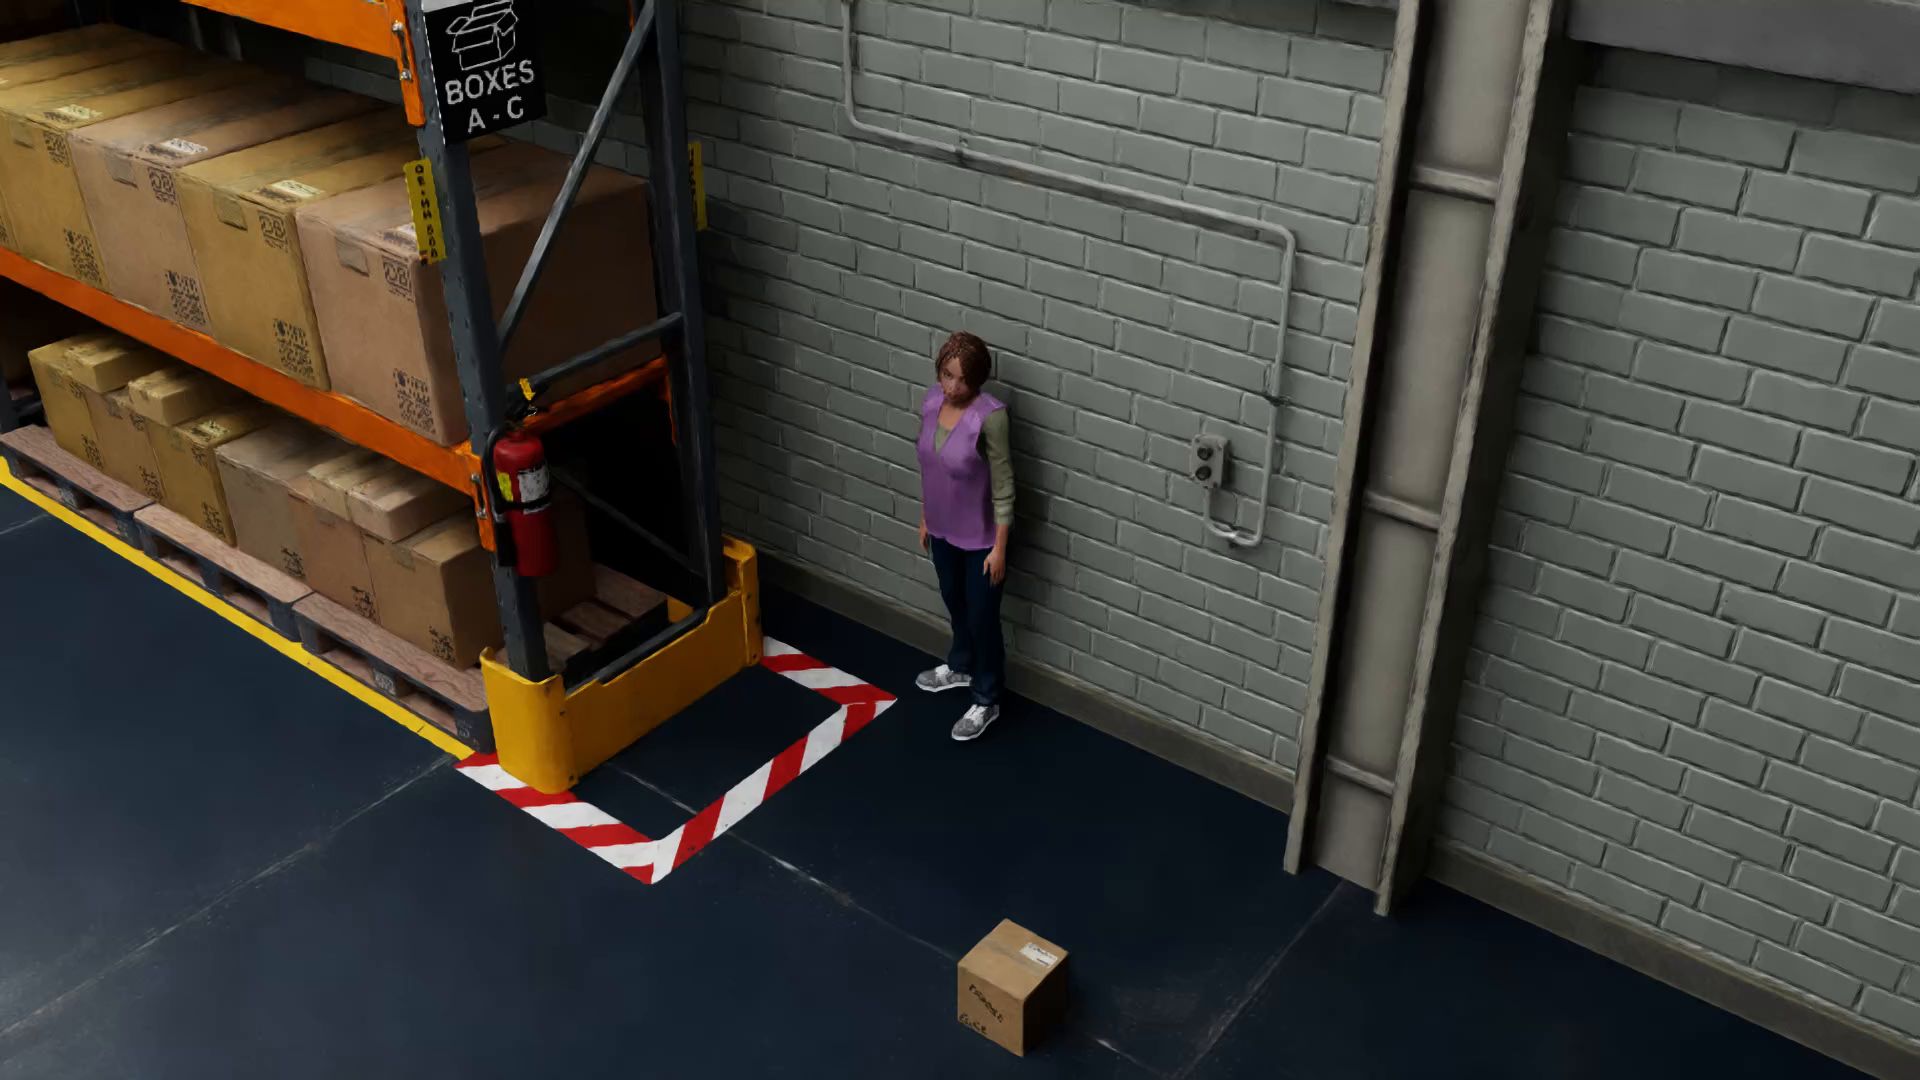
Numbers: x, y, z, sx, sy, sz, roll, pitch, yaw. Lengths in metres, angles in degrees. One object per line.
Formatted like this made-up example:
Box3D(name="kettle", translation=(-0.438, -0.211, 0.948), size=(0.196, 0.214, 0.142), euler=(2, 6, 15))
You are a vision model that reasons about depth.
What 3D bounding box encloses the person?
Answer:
Box3D(name="person", translation=(0.012, -0.024, 6.136), size=(0.372, 1.600, 0.484), euler=(-25, 39, -35))
